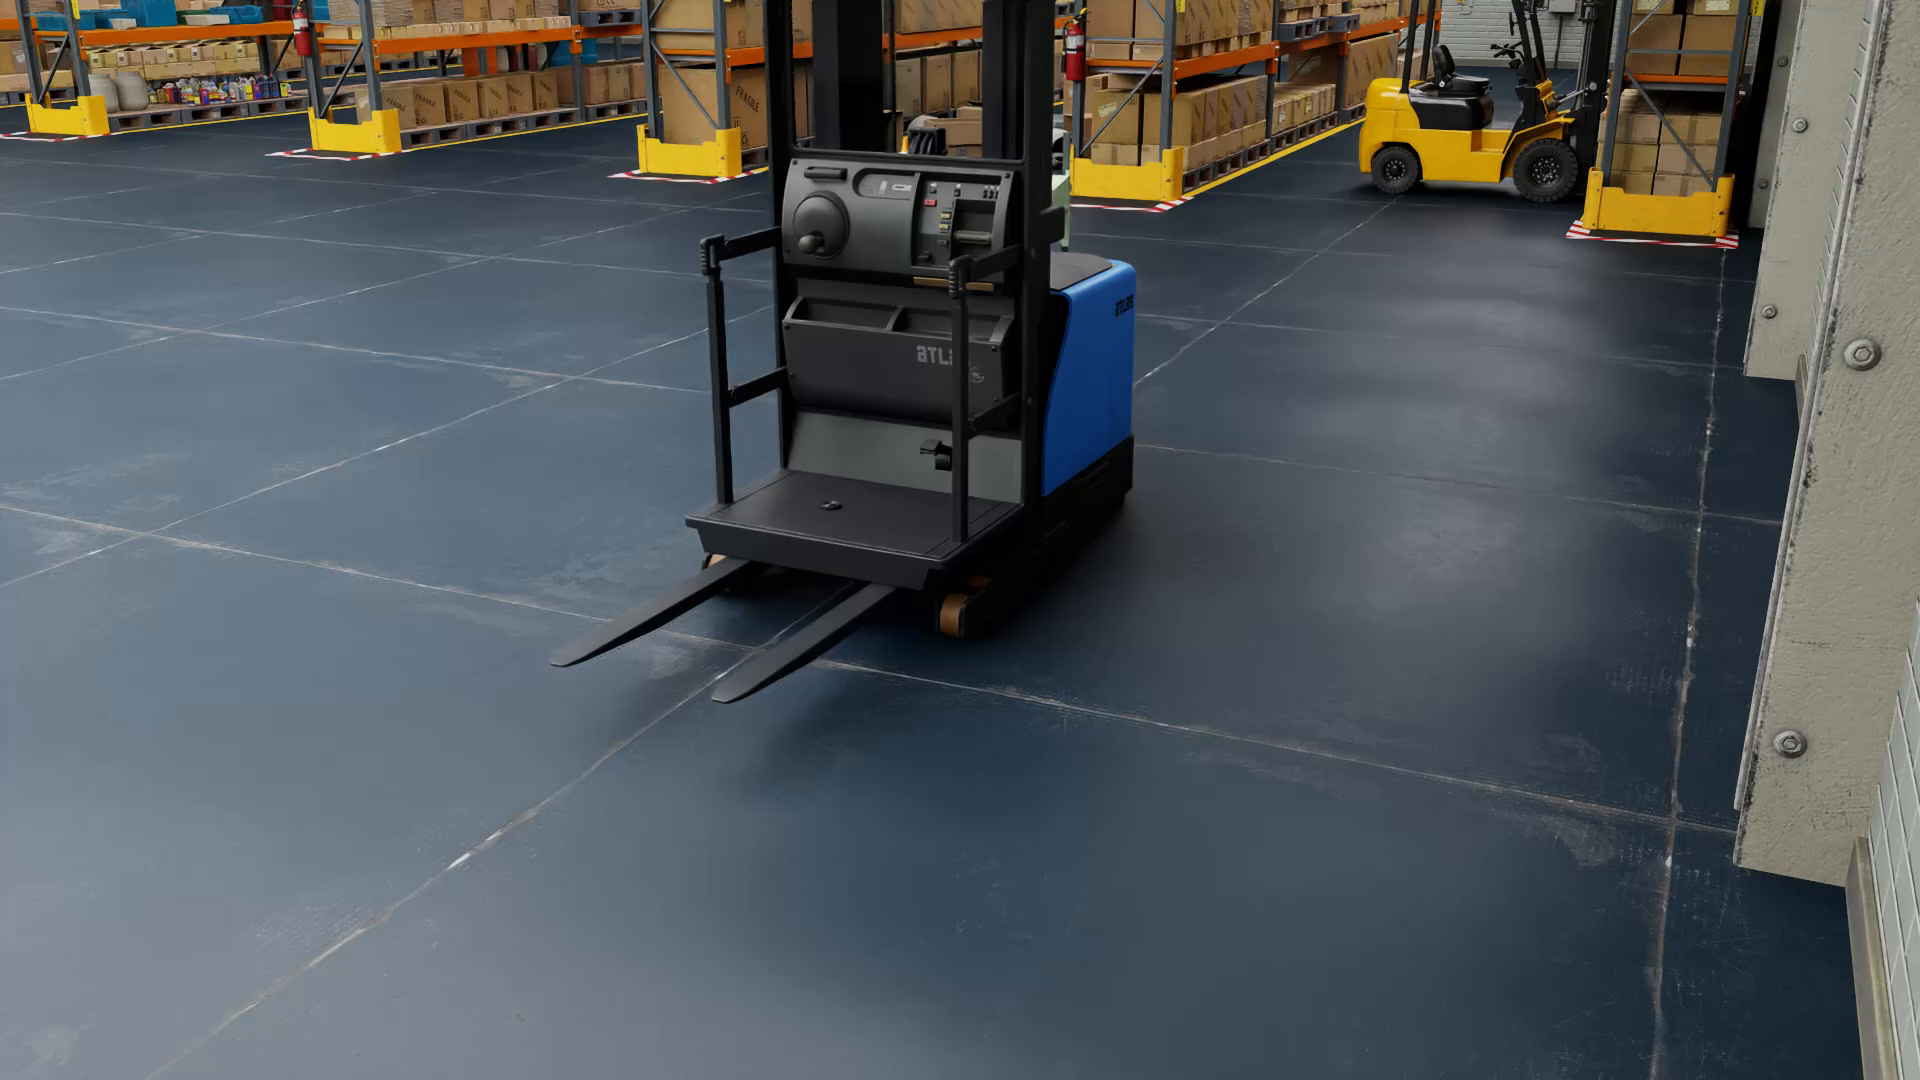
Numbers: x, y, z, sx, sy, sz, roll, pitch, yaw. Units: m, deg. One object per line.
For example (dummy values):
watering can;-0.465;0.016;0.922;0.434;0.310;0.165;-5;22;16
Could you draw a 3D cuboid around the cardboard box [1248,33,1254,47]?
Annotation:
cardboard box;3.100;-5.651;18.756;0.380;0.149;0.250;9;21;23

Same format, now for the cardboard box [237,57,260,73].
cardboard box;-13.205;-8.706;30.450;0.500;0.250;0.500;9;22;24

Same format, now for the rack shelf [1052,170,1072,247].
rack shelf;0.265;-1.514;7.822;0.431;0.370;0.720;4;20;10

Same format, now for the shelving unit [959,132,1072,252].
shelving unit;0.265;-1.146;7.953;0.431;1.500;0.755;4;20;10

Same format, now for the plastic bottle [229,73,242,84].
plastic bottle;-10.910;-6.844;25.035;0.144;0.351;0.185;9;21;23

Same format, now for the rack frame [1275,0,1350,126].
rack frame;4.865;-7.278;22.958;1.000;3.000;0.127;9;21;23

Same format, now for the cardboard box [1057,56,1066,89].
cardboard box;1.448;-7.596;26.954;0.500;0.500;0.500;8;21;22

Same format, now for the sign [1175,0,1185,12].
sign;2.084;-5.166;15.727;0.100;0.325;0.005;9;21;23

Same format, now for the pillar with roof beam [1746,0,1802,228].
pillar with roof beam;3.299;-7.659;15.076;9.100;9.000;0.400;9;21;23

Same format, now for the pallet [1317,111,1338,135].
pallet;4.544;-5.726;22.754;1.003;0.211;1.213;9;21;23

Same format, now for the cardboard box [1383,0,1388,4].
cardboard box;6.140;-8.185;24.984;0.500;0.250;0.500;9;22;24

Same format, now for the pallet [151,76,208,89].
pallet;-14.086;-8.067;29.336;1.003;0.211;1.213;9;21;23

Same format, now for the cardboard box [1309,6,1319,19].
cardboard box;4.301;-6.655;20.954;0.380;0.149;0.250;9;22;25

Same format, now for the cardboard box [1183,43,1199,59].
cardboard box;2.190;-4.939;16.755;0.380;0.149;0.250;8;21;21

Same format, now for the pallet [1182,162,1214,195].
pallet;1.985;-3.786;17.298;1.003;0.211;1.213;9;21;23

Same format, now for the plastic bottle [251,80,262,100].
plastic bottle;-10.441;-6.672;24.649;0.061;0.283;0.133;10;22;26

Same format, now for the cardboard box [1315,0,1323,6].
cardboard box;4.301;-7.006;20.971;0.500;0.500;0.500;8;21;20

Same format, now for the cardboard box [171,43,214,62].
cardboard box;-13.618;-8.657;29.476;0.500;0.311;0.500;8;21;22

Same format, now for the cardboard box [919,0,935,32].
cardboard box;-0.663;-7.029;22.108;0.500;0.500;0.500;9;21;23

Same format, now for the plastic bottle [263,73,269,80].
plastic bottle;-10.465;-6.837;25.015;0.144;0.351;0.185;9;21;23

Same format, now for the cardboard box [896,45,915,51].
cardboard box;-1.462;-9.796;32.580;0.875;0.875;0.875;9;21;23

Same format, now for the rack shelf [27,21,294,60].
rack shelf;-11.151;-7.145;23.655;1.077;0.370;4.000;9;21;23

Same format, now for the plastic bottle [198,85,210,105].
plastic bottle;-10.834;-6.378;23.823;0.061;0.283;0.133;9;21;24

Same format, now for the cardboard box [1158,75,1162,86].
cardboard box;1.984;-4.953;17.809;0.380;0.149;0.250;10;22;25

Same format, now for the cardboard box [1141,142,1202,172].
cardboard box;2.172;-3.944;17.058;0.500;0.250;0.500;8;21;22

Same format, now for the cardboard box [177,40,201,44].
cardboard box;-13.902;-8.883;30.111;0.500;0.311;0.500;8;21;21

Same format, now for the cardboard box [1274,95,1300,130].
cardboard box;3.731;-5.396;20.960;0.950;0.372;0.625;10;22;26

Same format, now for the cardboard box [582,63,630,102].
cardboard box;-5.330;-6.773;24.610;0.700;0.500;0.500;8;21;22

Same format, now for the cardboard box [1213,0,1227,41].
cardboard box;2.453;-5.441;17.200;0.500;0.500;0.500;8;21;22

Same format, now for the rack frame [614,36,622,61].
rack frame;-7.056;-10.540;32.130;1.000;3.000;0.127;9;21;23

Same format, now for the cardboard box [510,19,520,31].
cardboard box;-6.125;-6.897;22.262;0.380;0.149;0.250;9;21;23

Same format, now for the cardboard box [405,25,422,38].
cardboard box;-6.882;-6.277;20.516;0.380;0.149;0.250;9;21;23

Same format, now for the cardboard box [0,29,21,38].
cardboard box;-18.271;-9.667;31.629;0.500;0.250;0.500;9;21;24

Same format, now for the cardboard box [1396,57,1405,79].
cardboard box;6.858;-7.669;27.253;0.875;0.438;0.875;8;21;22

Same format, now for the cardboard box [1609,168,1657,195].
cardboard box;6.023;-3.242;15.085;0.500;0.250;0.500;9;21;23

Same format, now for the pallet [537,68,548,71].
pallet;-7.909;-8.622;30.898;1.003;0.211;1.213;9;21;23

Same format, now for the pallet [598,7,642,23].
pallet;-4.949;-7.937;25.096;1.003;0.211;1.213;9;21;23

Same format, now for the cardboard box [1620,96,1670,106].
cardboard box;6.639;-4.176;16.220;0.500;0.250;0.500;8;21;22

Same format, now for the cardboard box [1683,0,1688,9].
cardboard box;6.693;-5.109;15.742;0.380;0.149;0.250;8;21;22

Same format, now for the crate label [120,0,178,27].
crate label;-11.463;-7.488;23.496;0.502;0.435;0.616;9;21;23

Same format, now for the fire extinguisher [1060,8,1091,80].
fire extinguisher;1.122;-4.824;16.173;0.296;0.674;0.183;9;21;23

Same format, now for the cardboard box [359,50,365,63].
cardboard box;-11.930;-9.757;33.003;0.500;0.500;0.500;9;21;23

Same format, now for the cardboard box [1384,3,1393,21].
cardboard box;6.340;-8.103;25.501;0.500;0.250;0.500;8;21;22

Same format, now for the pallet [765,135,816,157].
pallet;-2.211;-4.794;20.134;1.003;0.211;1.213;9;21;23

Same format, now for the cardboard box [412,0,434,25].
cardboard box;-7.106;-6.713;20.776;0.875;0.500;0.500;9;21;23

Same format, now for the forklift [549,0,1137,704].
forklift;-0.329;-1.192;5.948;1.130;2.935;3.031;9;22;24

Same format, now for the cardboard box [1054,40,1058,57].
cardboard box;1.233;-7.782;26.359;0.500;0.250;0.500;9;21;23

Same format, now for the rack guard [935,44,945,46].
rack guard;-0.890;-9.913;34.097;1.175;0.500;0.348;9;21;23

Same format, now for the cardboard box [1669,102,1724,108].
cardboard box;6.905;-3.952;15.589;0.500;0.250;0.500;8;21;22

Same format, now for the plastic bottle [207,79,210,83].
plastic bottle;-11.224;-6.730;24.813;0.061;0.283;0.133;10;22;25

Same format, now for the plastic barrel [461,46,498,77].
plastic barrel;-8.510;-8.645;29.412;0.600;0.830;0.708;9;21;23

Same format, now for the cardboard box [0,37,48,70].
cardboard box;-15.325;-7.933;27.155;0.500;0.500;0.500;9;21;23

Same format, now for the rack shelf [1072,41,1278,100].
rack shelf;2.408;-5.105;17.921;1.077;0.370;4.000;9;21;23

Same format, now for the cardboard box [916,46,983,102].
cardboard box;-0.024;-6.891;24.599;1.050;0.750;0.750;8;21;22

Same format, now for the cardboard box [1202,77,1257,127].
cardboard box;3.023;-4.938;18.734;0.500;0.500;0.500;9;21;24

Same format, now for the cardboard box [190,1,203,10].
cardboard box;-13.683;-9.482;29.531;0.380;0.149;0.250;10;22;27
